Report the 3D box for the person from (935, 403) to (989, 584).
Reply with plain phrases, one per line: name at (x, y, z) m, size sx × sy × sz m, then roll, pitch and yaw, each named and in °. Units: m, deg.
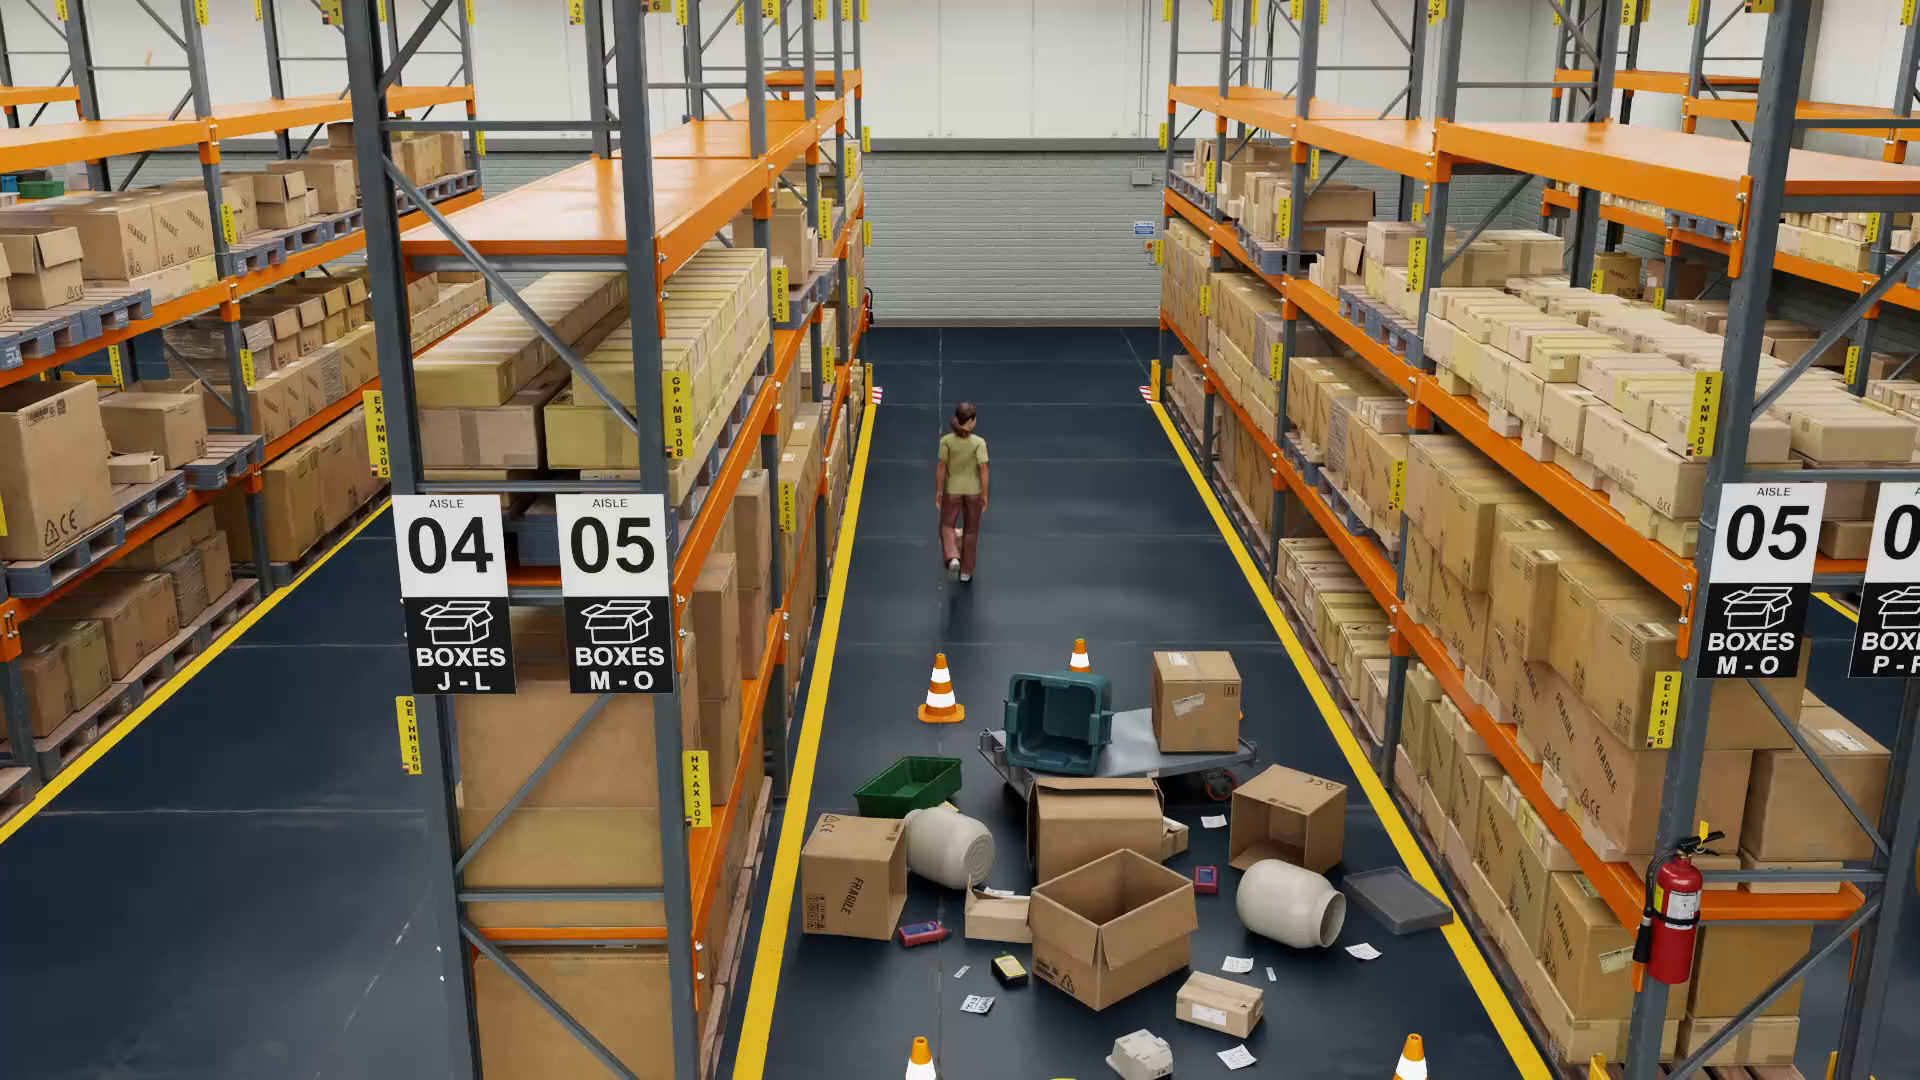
person at (0.017, -0.403, 14.810) m, size 0.478 × 1.665 × 0.723 m, roll 1°, pitch 17°, yaw 3°
